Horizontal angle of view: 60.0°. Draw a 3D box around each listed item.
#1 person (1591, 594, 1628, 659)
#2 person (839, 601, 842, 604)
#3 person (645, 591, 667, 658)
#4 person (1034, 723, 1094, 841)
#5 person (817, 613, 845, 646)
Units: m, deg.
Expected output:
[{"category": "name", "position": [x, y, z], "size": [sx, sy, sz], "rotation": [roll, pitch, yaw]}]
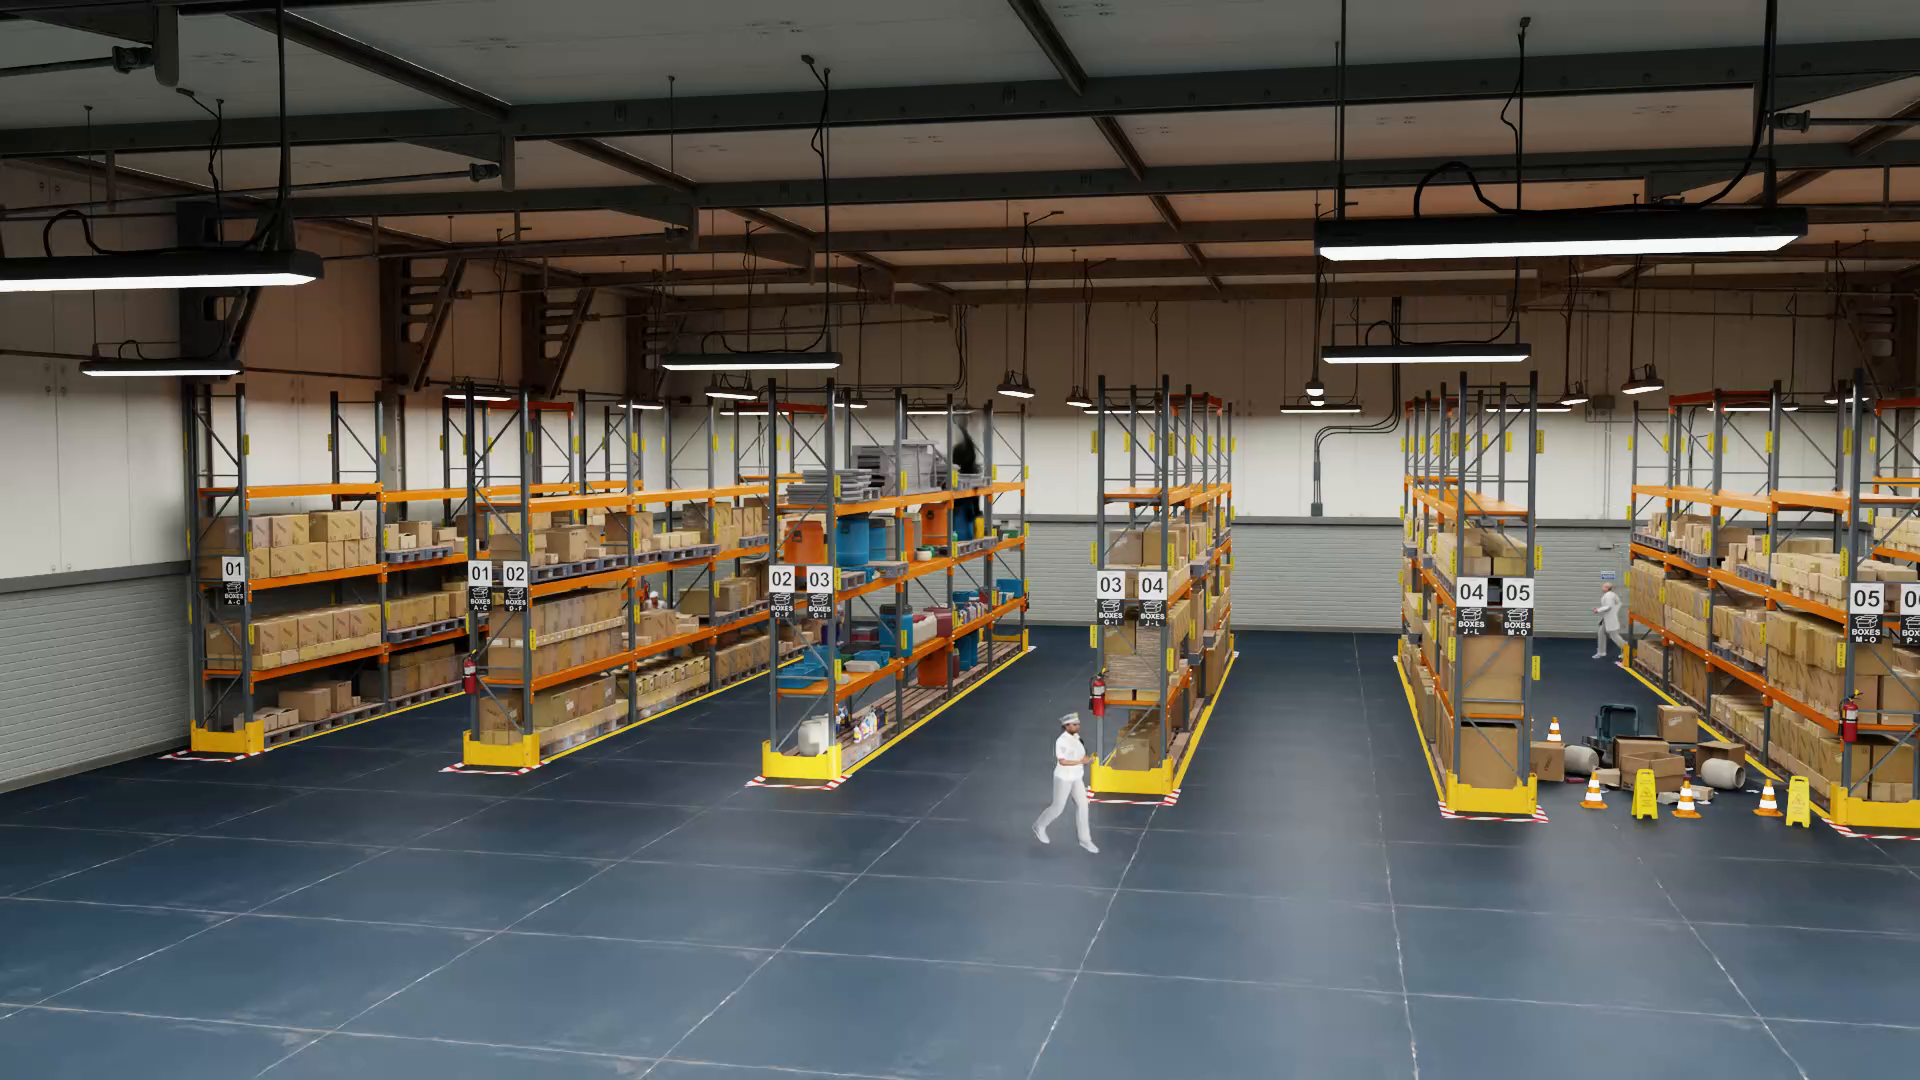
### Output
[{"category": "person", "position": [15.213, 2.017, 38.737], "size": [0.940, 1.594, 0.594], "rotation": [1, 4, 24]}, {"category": "person", "position": [-3.291, 1.384, 42.530], "size": [0.524, 0.838, 0.671], "rotation": [1, 4, 23]}, {"category": "person", "position": [-6.869, 1.926, 38.054], "size": [0.666, 1.570, 1.028], "rotation": [1, 3, 13]}, {"category": "person", "position": [1.308, 2.923, 20.521], "size": [0.837, 1.559, 0.566], "rotation": [3, 4, 38]}, {"category": "person", "position": [-2.791, 1.966, 35.643], "size": [0.592, 1.609, 0.577], "rotation": [1, 3, 13]}]
